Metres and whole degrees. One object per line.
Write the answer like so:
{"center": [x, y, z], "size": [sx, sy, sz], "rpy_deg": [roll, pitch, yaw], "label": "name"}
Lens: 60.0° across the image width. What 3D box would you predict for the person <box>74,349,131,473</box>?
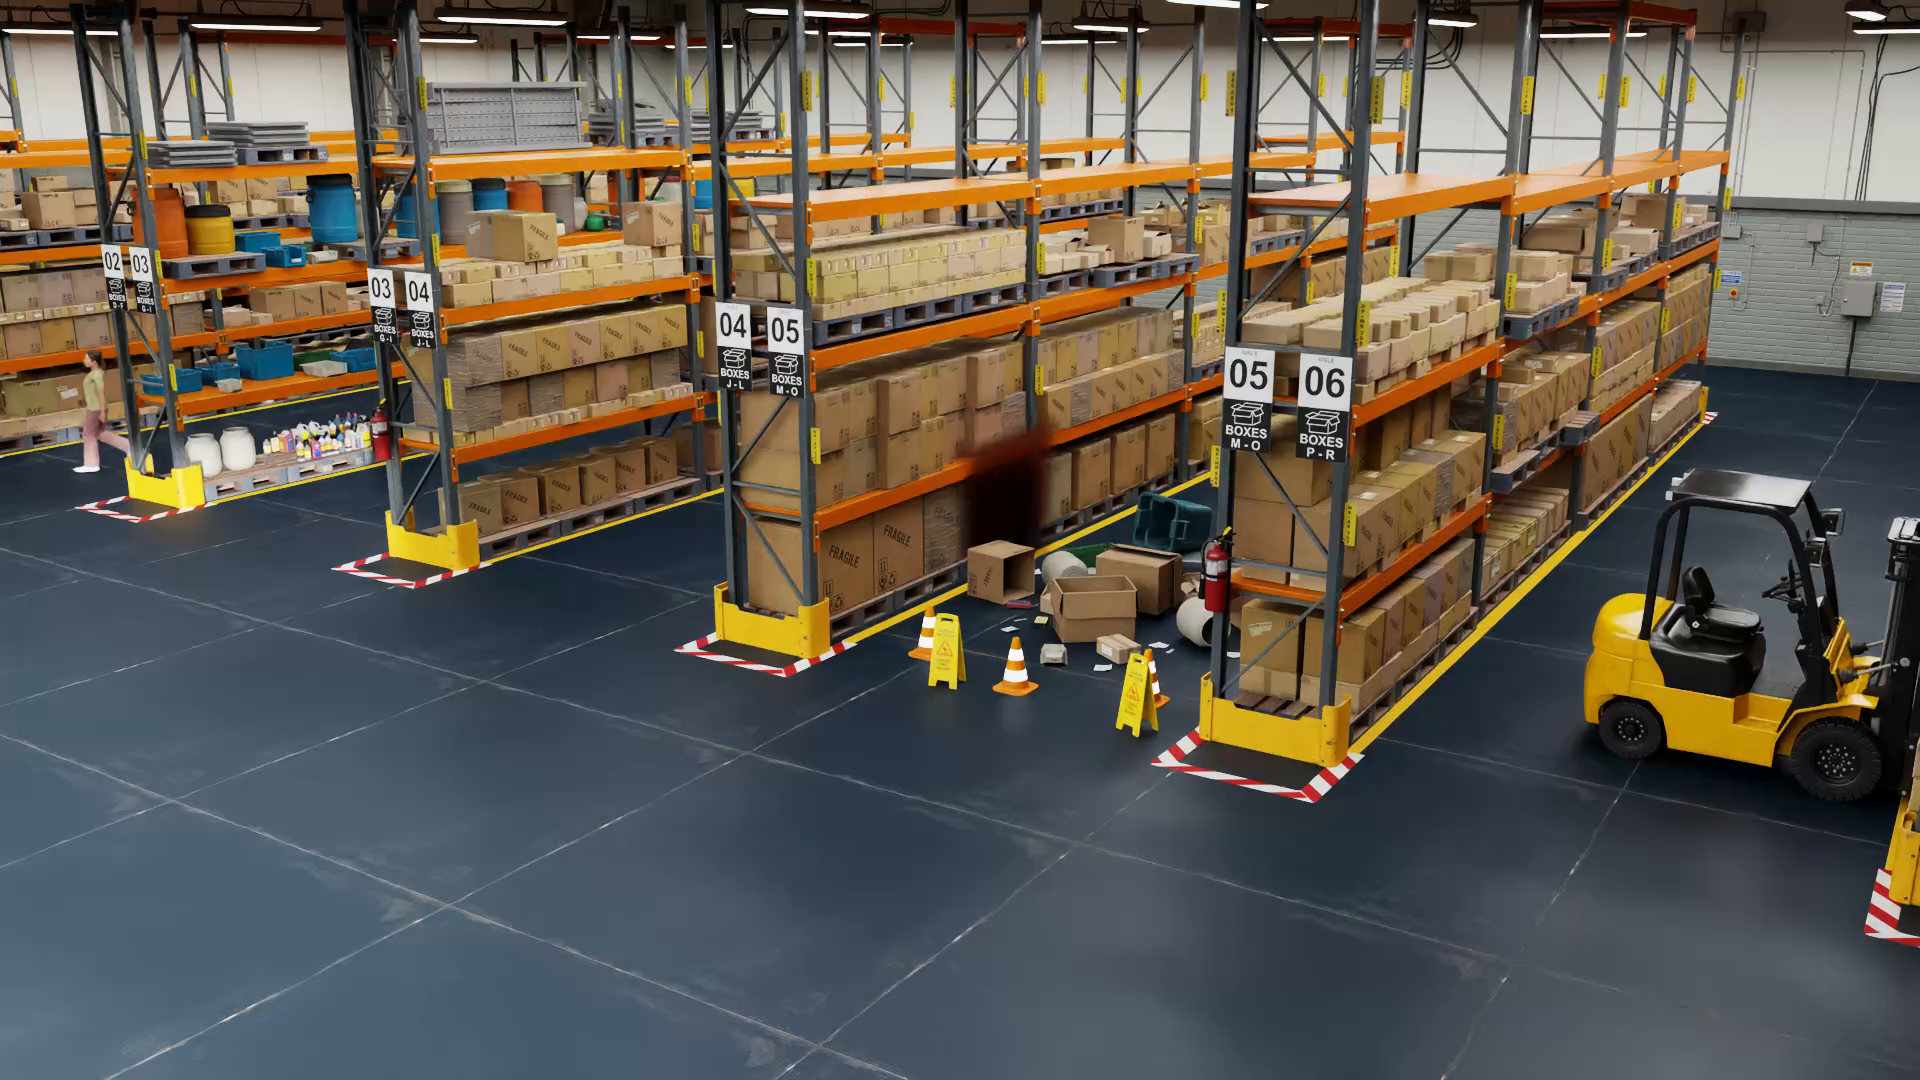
{"center": [-11.594, -1.756, 22.404], "size": [0.811, 1.649, 0.476], "rpy_deg": [-7, 17, -24], "label": "person"}
